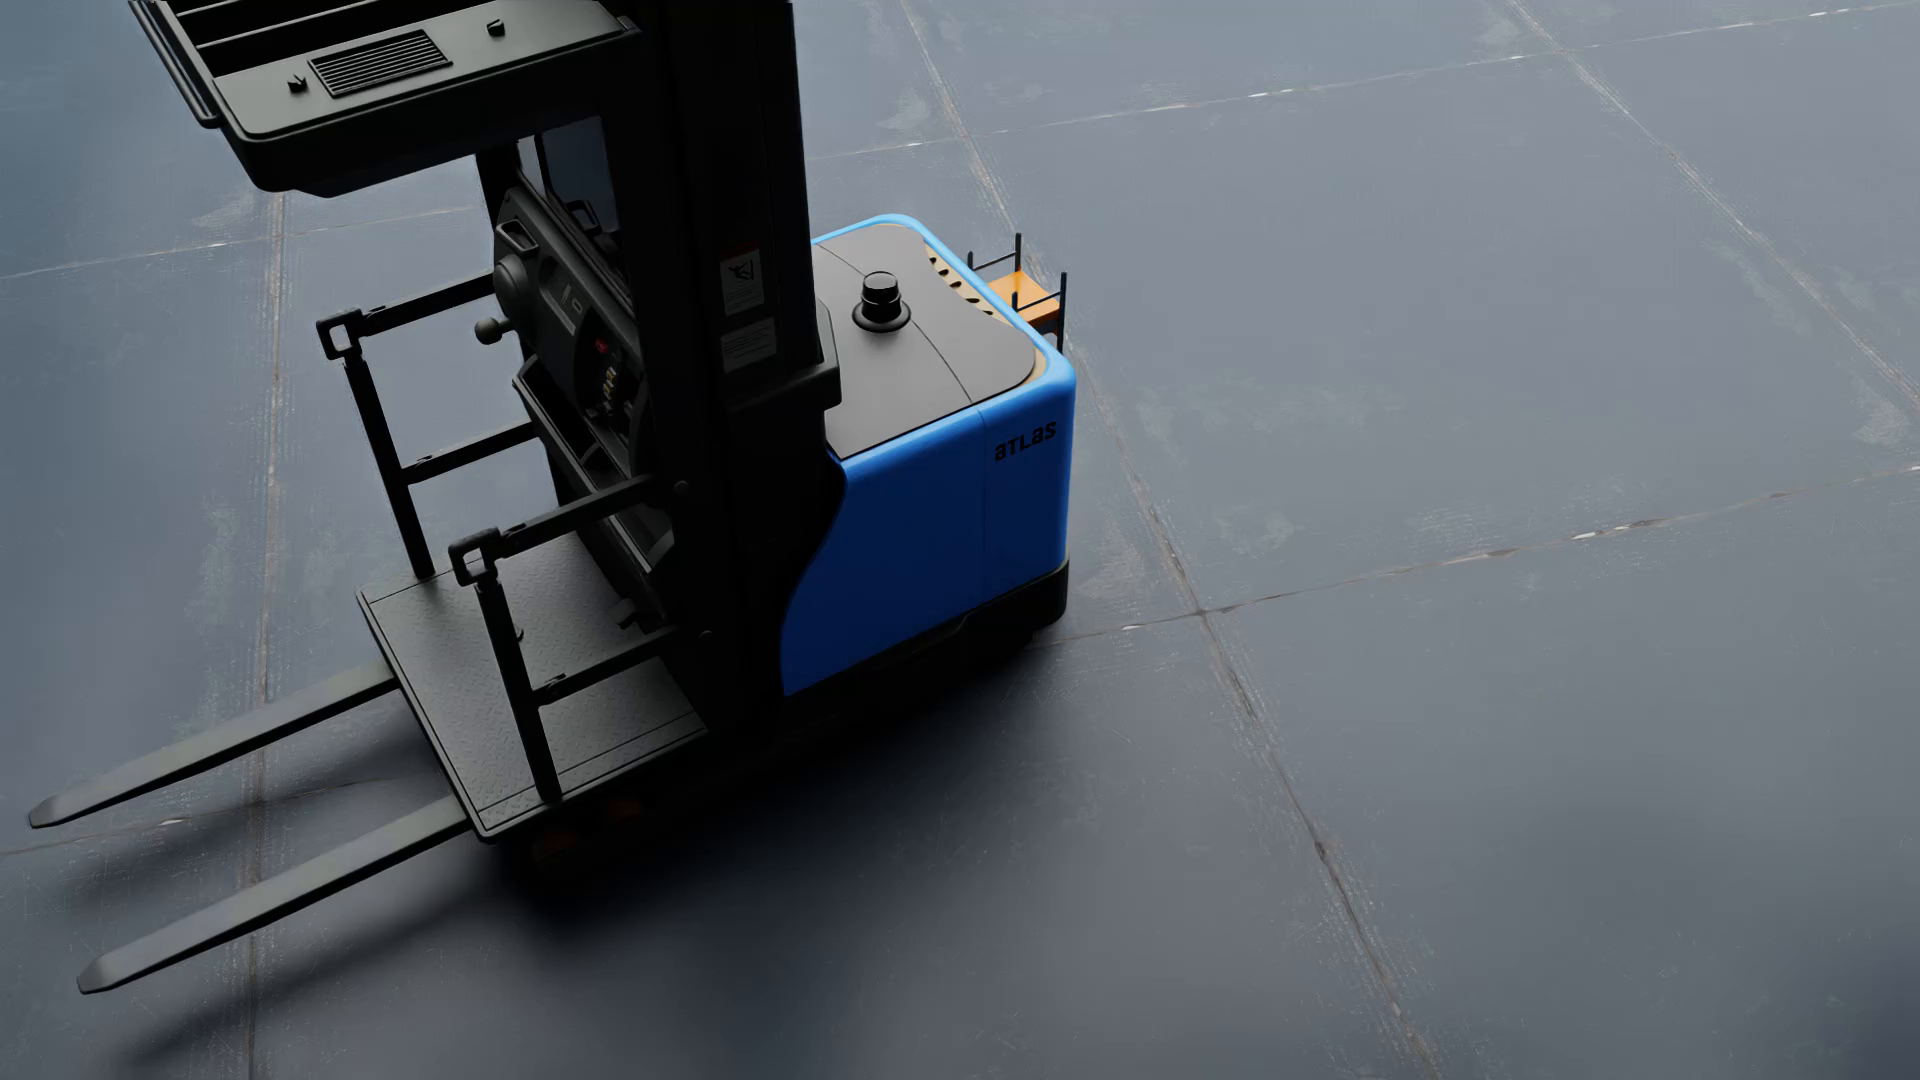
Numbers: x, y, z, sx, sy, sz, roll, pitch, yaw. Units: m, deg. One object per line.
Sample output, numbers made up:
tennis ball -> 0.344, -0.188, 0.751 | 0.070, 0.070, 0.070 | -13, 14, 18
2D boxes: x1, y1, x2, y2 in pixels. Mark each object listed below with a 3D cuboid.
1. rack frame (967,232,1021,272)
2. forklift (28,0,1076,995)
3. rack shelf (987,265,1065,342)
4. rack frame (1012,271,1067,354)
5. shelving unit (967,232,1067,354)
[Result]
rack frame -> 0.108, -0.560, 5.564 | 0.200, 1.050, 0.008 | -25, 51, -23
forklift -> -1.170, -0.480, 4.168 | 3.031, 2.935, 1.130 | -24, 50, -22
rack shelf -> 0.175, -0.679, 5.298 | 0.215, 0.259, 0.240 | -25, 51, -23
rack frame -> 0.242, -0.415, 5.421 | 0.200, 1.050, 0.008 | -25, 51, -23
shelving unit -> 0.175, -0.488, 5.493 | 0.215, 1.050, 0.252 | -25, 51, -23
